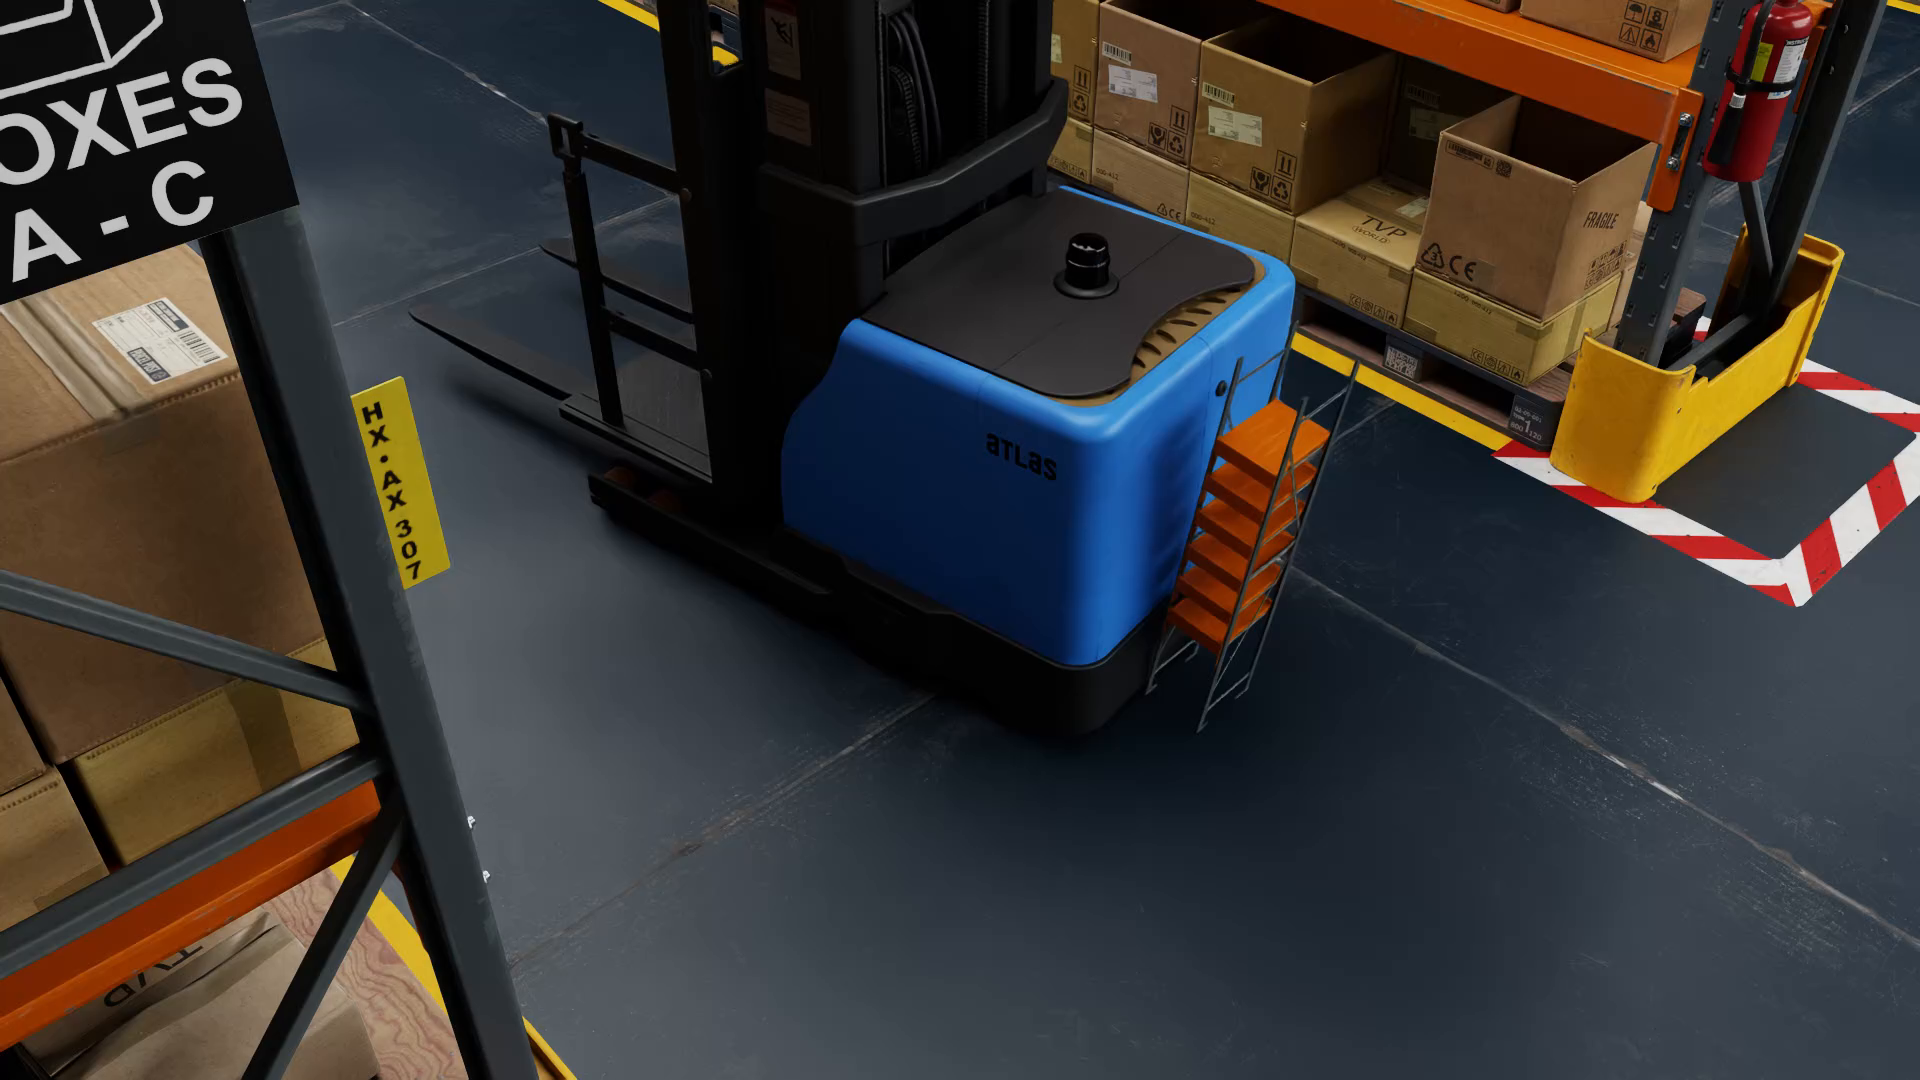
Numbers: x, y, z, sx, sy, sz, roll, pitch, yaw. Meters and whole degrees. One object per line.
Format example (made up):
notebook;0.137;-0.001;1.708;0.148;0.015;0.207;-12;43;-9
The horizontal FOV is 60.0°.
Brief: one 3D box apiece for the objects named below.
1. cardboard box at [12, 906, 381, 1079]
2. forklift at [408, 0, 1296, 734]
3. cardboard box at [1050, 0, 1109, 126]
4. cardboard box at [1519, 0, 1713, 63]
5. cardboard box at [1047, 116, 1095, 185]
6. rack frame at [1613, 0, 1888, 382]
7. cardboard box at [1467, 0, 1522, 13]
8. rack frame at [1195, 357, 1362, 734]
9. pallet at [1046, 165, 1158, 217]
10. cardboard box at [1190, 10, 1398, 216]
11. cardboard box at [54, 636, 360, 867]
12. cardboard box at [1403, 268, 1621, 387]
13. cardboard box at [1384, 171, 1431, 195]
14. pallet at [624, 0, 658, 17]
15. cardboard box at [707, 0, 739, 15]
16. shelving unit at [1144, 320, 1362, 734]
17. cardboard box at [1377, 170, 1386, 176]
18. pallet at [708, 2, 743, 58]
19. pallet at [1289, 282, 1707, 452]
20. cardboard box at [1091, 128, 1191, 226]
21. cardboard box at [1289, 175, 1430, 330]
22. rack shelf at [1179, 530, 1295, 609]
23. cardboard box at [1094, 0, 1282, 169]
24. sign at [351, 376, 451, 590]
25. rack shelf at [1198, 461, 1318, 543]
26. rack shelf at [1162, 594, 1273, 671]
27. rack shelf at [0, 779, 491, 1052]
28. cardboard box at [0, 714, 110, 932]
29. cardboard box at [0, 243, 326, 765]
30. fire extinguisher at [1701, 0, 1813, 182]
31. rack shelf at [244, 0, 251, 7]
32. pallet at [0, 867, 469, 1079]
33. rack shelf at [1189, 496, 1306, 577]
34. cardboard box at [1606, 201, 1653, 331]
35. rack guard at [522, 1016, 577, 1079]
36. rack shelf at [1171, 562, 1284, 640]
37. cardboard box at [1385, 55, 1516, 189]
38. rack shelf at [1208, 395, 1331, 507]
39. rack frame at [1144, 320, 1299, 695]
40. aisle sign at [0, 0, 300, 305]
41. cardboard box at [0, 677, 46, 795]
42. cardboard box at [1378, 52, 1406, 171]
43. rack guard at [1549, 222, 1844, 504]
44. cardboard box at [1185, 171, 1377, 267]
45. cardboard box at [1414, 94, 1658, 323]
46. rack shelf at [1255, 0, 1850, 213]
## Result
cardboard box;-1.569;1.016;3.394;0.500;0.311;0.500;29;47;31
forklift;-0.559;-1.372;4.616;3.031;2.935;1.130;26;45;28
cardboard box;0.533;-2.033;6.637;0.500;0.500;0.500;-30;48;-32
cardboard box;2.172;-1.867;5.095;0.700;0.500;0.500;-30;48;-32
cardboard box;0.533;-1.741;6.873;0.500;0.250;0.500;-30;48;-32
rack frame;2.479;-1.607;4.852;1.000;3.000;0.127;-30;48;-32
cardboard box;1.814;-2.108;5.393;0.700;0.500;0.500;-29;47;-31
rack frame;0.794;0.053;4.237;0.006;1.200;0.240;37;51;26
pallet;1.110;-1.423;6.843;1.003;0.211;1.213;-30;48;-32
cardboard box;1.210;-1.571;6.065;0.500;0.500;0.500;-30;48;-32
cardboard box;-1.264;0.190;2.731;0.500;0.250;0.500;-31;48;-33
cardboard box;1.898;-0.823;5.736;0.500;0.250;0.500;-30;48;-32
cardboard box;1.939;-1.273;6.293;0.500;0.250;0.500;-30;48;-32
pallet;-1.583;-3.262;9.121;1.003;0.211;1.213;-30;48;-32
cardboard box;-1.061;-2.855;8.252;0.500;0.250;0.500;-31;48;-32
shelving unit;0.728;0.004;4.278;0.189;1.200;0.258;37;51;26
cardboard box;1.601;-1.505;6.580;0.500;0.250;0.500;-30;48;-32
pallet;-0.754;-2.698;8.422;1.003;0.211;1.213;-30;48;-32
pallet;1.931;-0.858;6.144;1.003;0.211;1.213;-30;48;-32
cardboard box;0.875;-1.512;6.589;0.500;0.250;0.500;-30;48;-32
cardboard box;1.551;-1.049;6.016;0.500;0.250;0.500;-30;48;-32
rack shelf;0.723;0.036;4.309;0.180;0.103;0.258;37;51;26
cardboard box;0.873;-1.802;6.352;0.500;0.500;0.500;-30;48;-32
sign;-0.768;-0.067;2.257;0.100;0.325;0.005;-30;48;-32
rack shelf;0.748;-0.134;4.141;0.180;0.103;0.258;37;51;26
rack shelf;0.699;0.206;4.476;0.180;0.103;0.258;37;51;26
rack shelf;-2.520;-0.146;3.616;1.077;0.370;4.000;-30;48;-32
cardboard box;-1.626;0.417;2.450;0.500;0.250;0.500;-29;47;-31
cardboard box;-1.269;-0.090;2.481;0.500;0.500;0.500;-30;48;-32
fire extinguisher;2.217;-1.325;4.564;0.296;0.674;0.183;-30;48;-32
rack shelf;-2.520;-1.313;2.673;1.077;0.370;4.000;-30;48;-32
pallet;-1.742;1.159;3.647;1.003;0.211;1.213;-30;48;-32
rack shelf;0.736;-0.049;4.225;0.180;0.103;0.258;37;51;26
cardboard box;2.280;-1.043;6.009;0.500;0.250;0.500;-30;48;-32
rack guard;-1.219;1.437;3.073;1.175;0.500;0.348;-30;48;-32
rack shelf;0.711;0.121;4.392;0.180;0.103;0.258;37;51;26
cardboard box;1.940;-1.566;6.058;0.500;0.500;0.500;-30;48;-32
rack shelf;0.760;-0.219;4.057;0.180;0.103;0.258;37;51;26
rack frame;0.662;-0.045;4.318;0.006;1.200;0.240;37;51;26
aisle sign;-0.898;-0.606;1.543;0.394;0.787;0.004;-30;48;-32
cardboard box;-1.643;0.131;2.207;0.500;0.500;0.500;-31;48;-32
cardboard box;1.593;-1.791;6.338;0.500;0.500;0.500;-30;48;-32
rack guard;2.495;-0.623;5.624;1.175;0.500;0.348;-30;48;-32
cardboard box;1.212;-1.280;6.302;0.500;0.250;0.500;-30;48;-32
cardboard box;1.897;-1.114;5.499;0.500;0.500;0.500;-30;48;-32
rack shelf;1.126;-2.253;6.224;1.077;0.370;4.000;-30;48;-32
